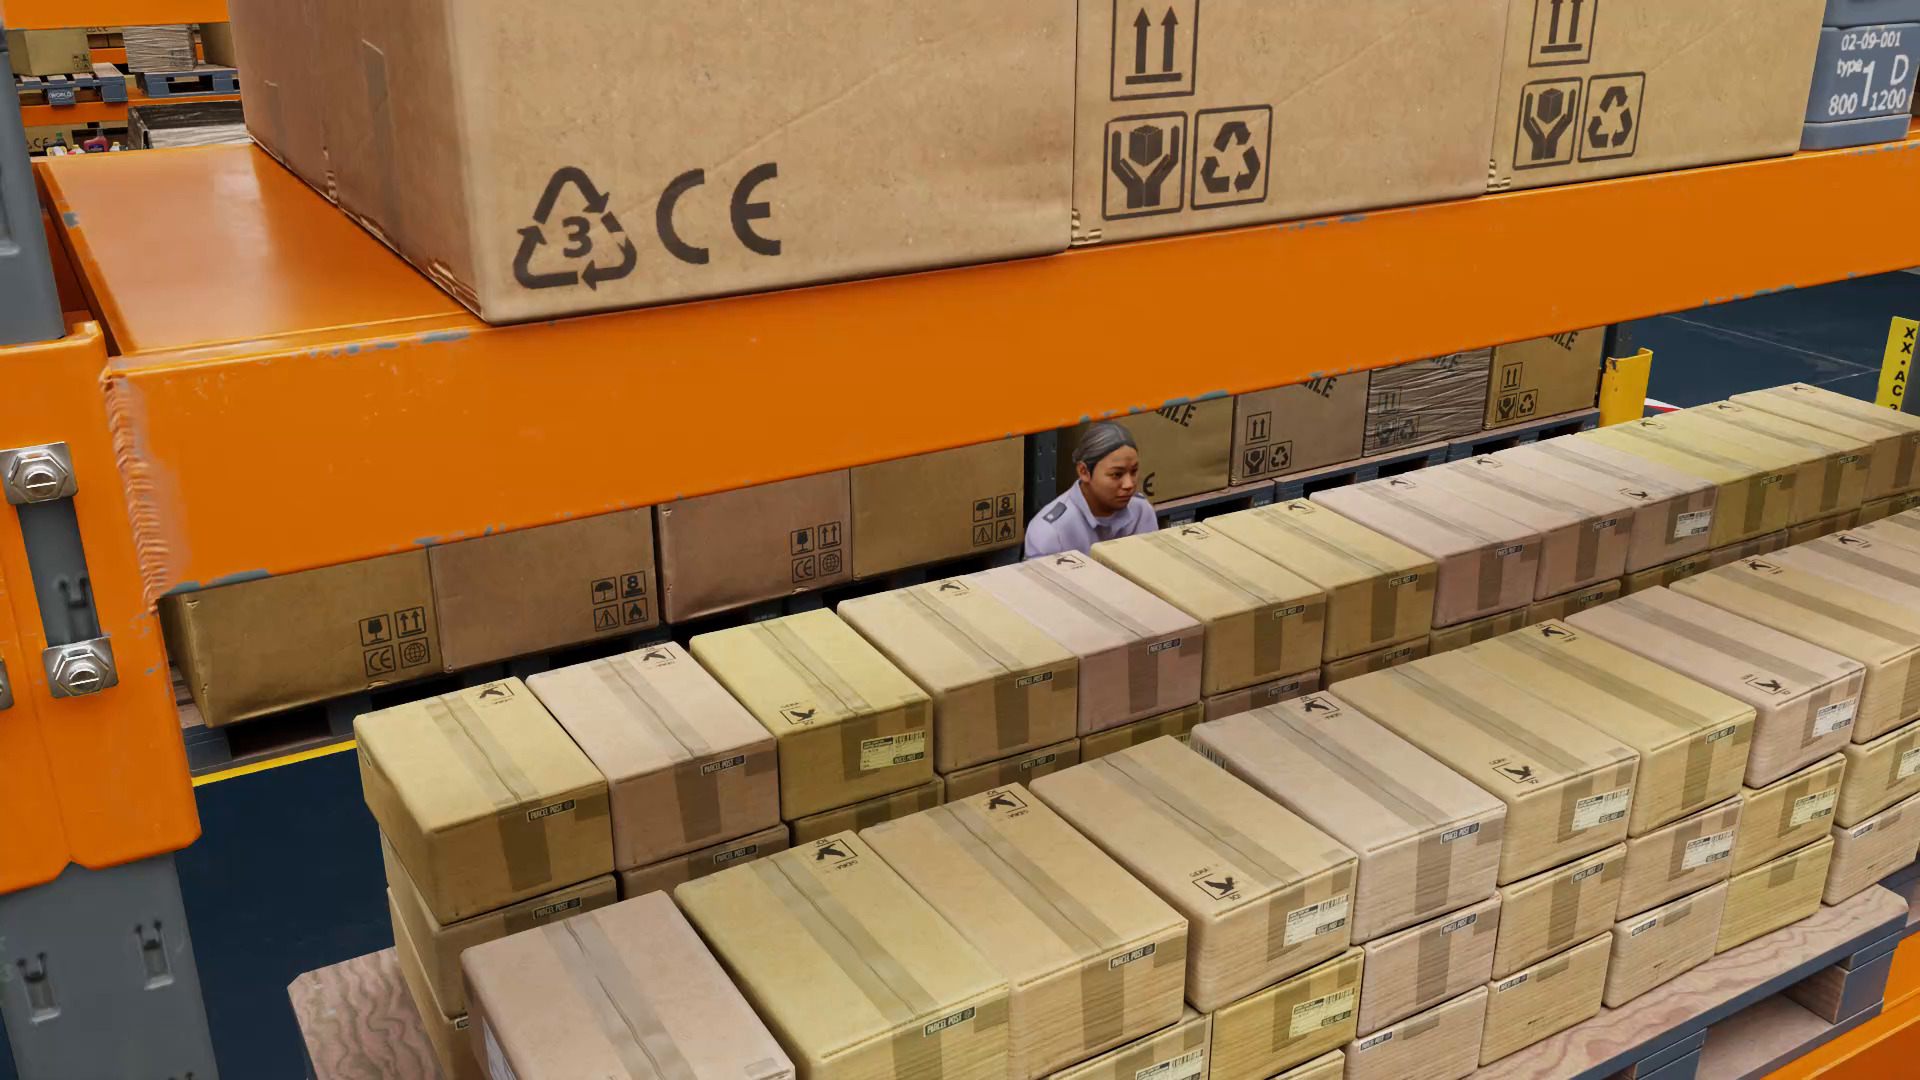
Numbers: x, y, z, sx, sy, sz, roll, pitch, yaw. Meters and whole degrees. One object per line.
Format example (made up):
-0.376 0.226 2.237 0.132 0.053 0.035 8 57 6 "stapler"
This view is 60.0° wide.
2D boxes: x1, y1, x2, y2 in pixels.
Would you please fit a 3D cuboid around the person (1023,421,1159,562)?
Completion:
0.389 0.430 5.024 0.522 1.656 0.370 -13 25 -29 "person"
